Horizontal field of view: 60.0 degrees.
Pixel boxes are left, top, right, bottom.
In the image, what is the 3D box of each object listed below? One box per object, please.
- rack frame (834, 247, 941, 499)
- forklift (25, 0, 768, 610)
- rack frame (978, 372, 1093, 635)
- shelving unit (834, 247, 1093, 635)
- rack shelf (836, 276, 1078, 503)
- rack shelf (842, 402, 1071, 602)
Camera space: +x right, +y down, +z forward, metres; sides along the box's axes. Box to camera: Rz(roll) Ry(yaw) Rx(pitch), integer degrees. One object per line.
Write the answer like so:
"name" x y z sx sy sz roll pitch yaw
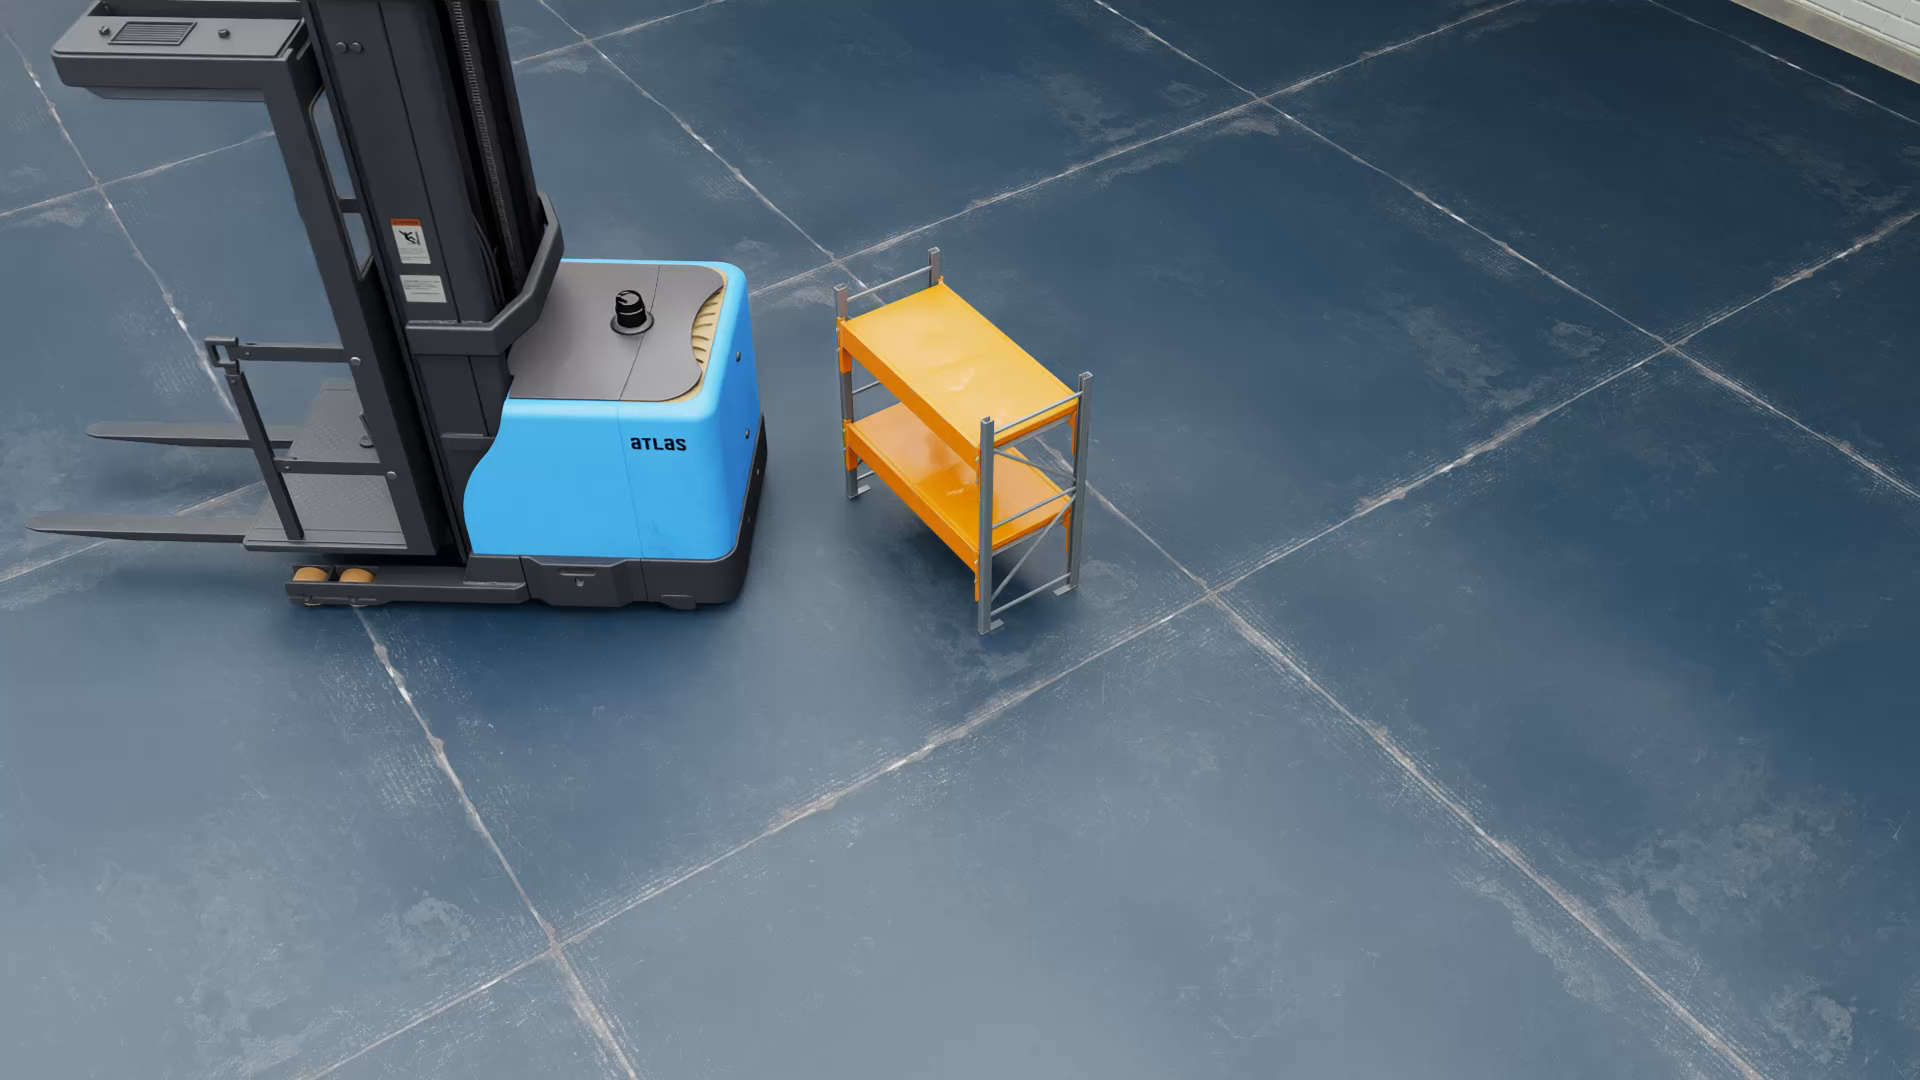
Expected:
"rack frame" -0.295 -0.699 7.158 0.500 1.125 0.032 -26 49 -24
"forklift" -2.402 -1.145 6.318 3.031 2.935 1.130 2 44 2
"rack frame" 0.287 -0.123 6.555 0.500 1.125 0.032 -26 49 -24
"shelving unit" -0.004 -0.411 6.857 0.538 1.125 1.048 -26 49 -24
"rack shelf" -0.004 -0.622 6.654 0.538 0.278 1.000 -26 49 -24
"rack shelf" -0.004 -0.234 7.025 0.538 0.278 1.000 -26 49 -24
